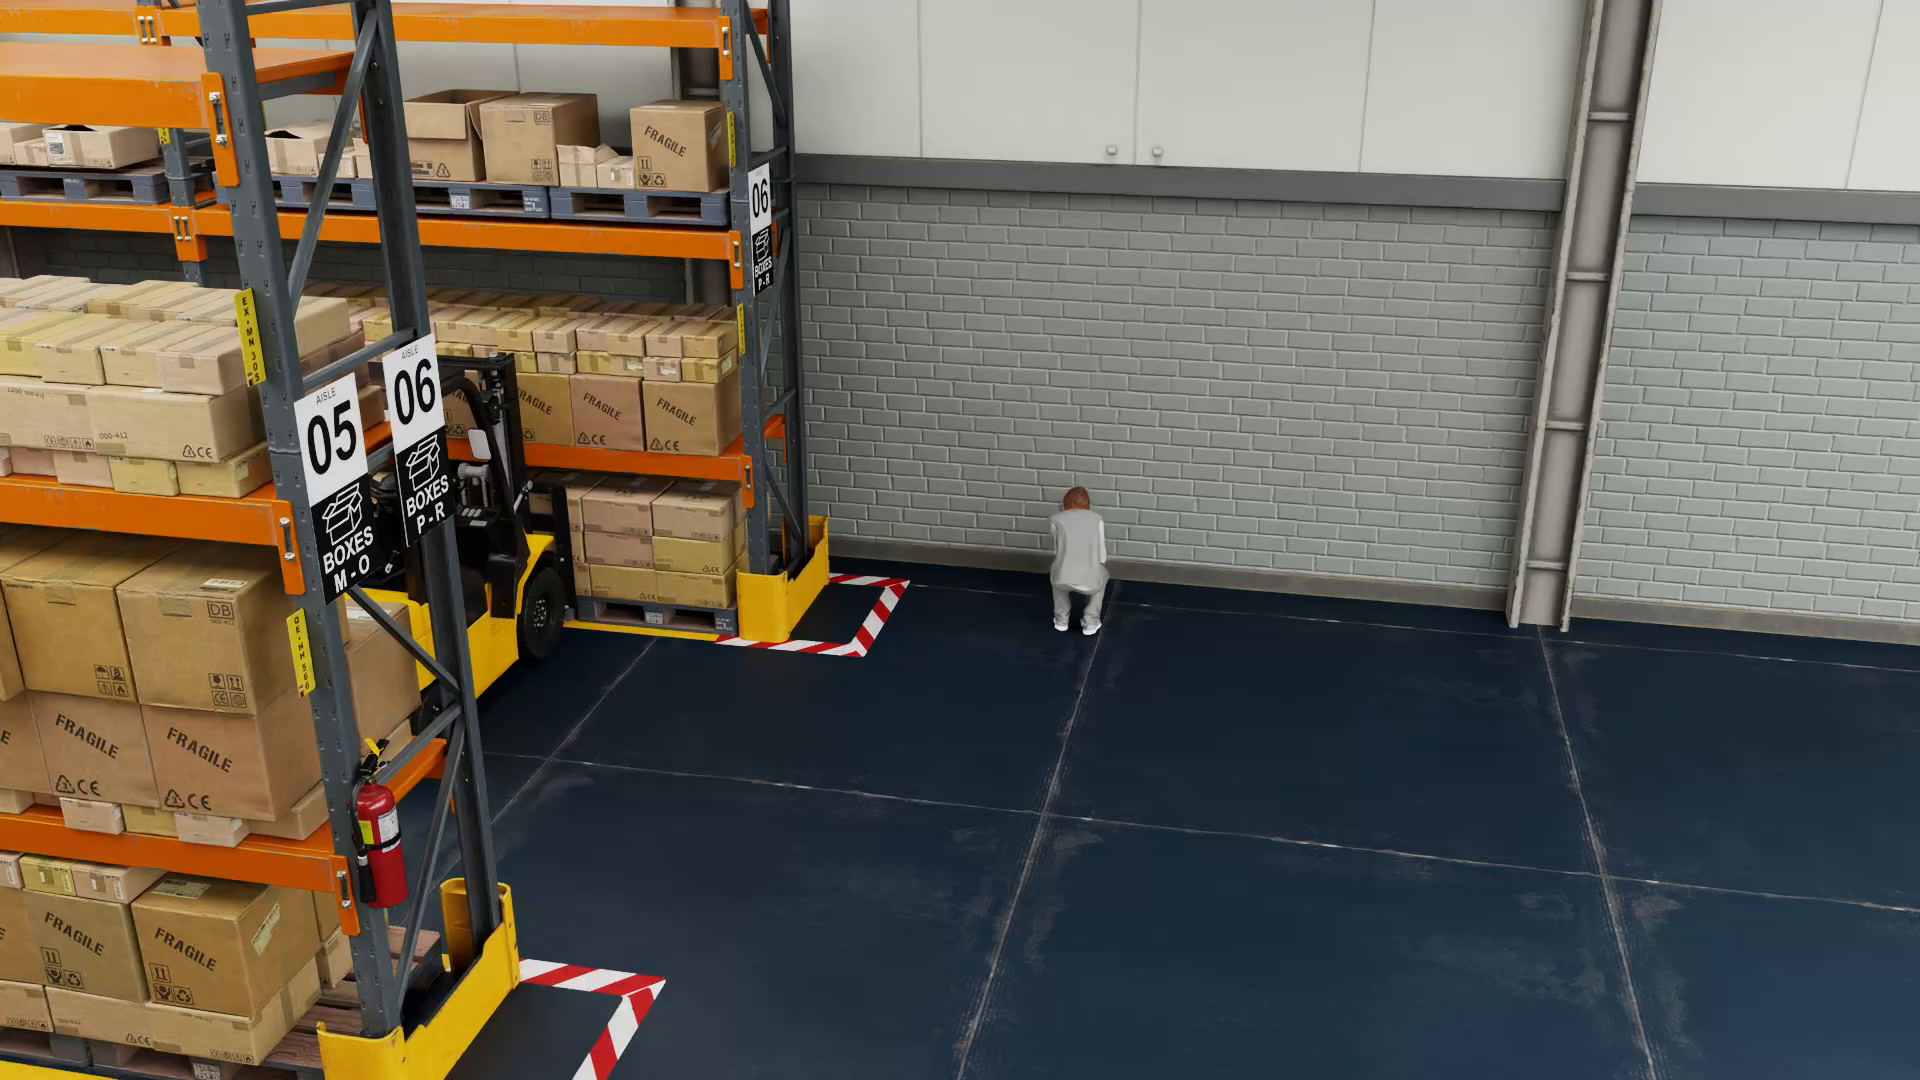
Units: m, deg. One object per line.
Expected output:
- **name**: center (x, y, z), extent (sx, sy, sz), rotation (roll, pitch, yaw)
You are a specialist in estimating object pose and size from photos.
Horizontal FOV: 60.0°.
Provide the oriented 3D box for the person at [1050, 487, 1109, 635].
- **person**: center (0.831, 0.163, 11.637), extent (0.423, 0.906, 0.802), rotation (4, 22, 10)
